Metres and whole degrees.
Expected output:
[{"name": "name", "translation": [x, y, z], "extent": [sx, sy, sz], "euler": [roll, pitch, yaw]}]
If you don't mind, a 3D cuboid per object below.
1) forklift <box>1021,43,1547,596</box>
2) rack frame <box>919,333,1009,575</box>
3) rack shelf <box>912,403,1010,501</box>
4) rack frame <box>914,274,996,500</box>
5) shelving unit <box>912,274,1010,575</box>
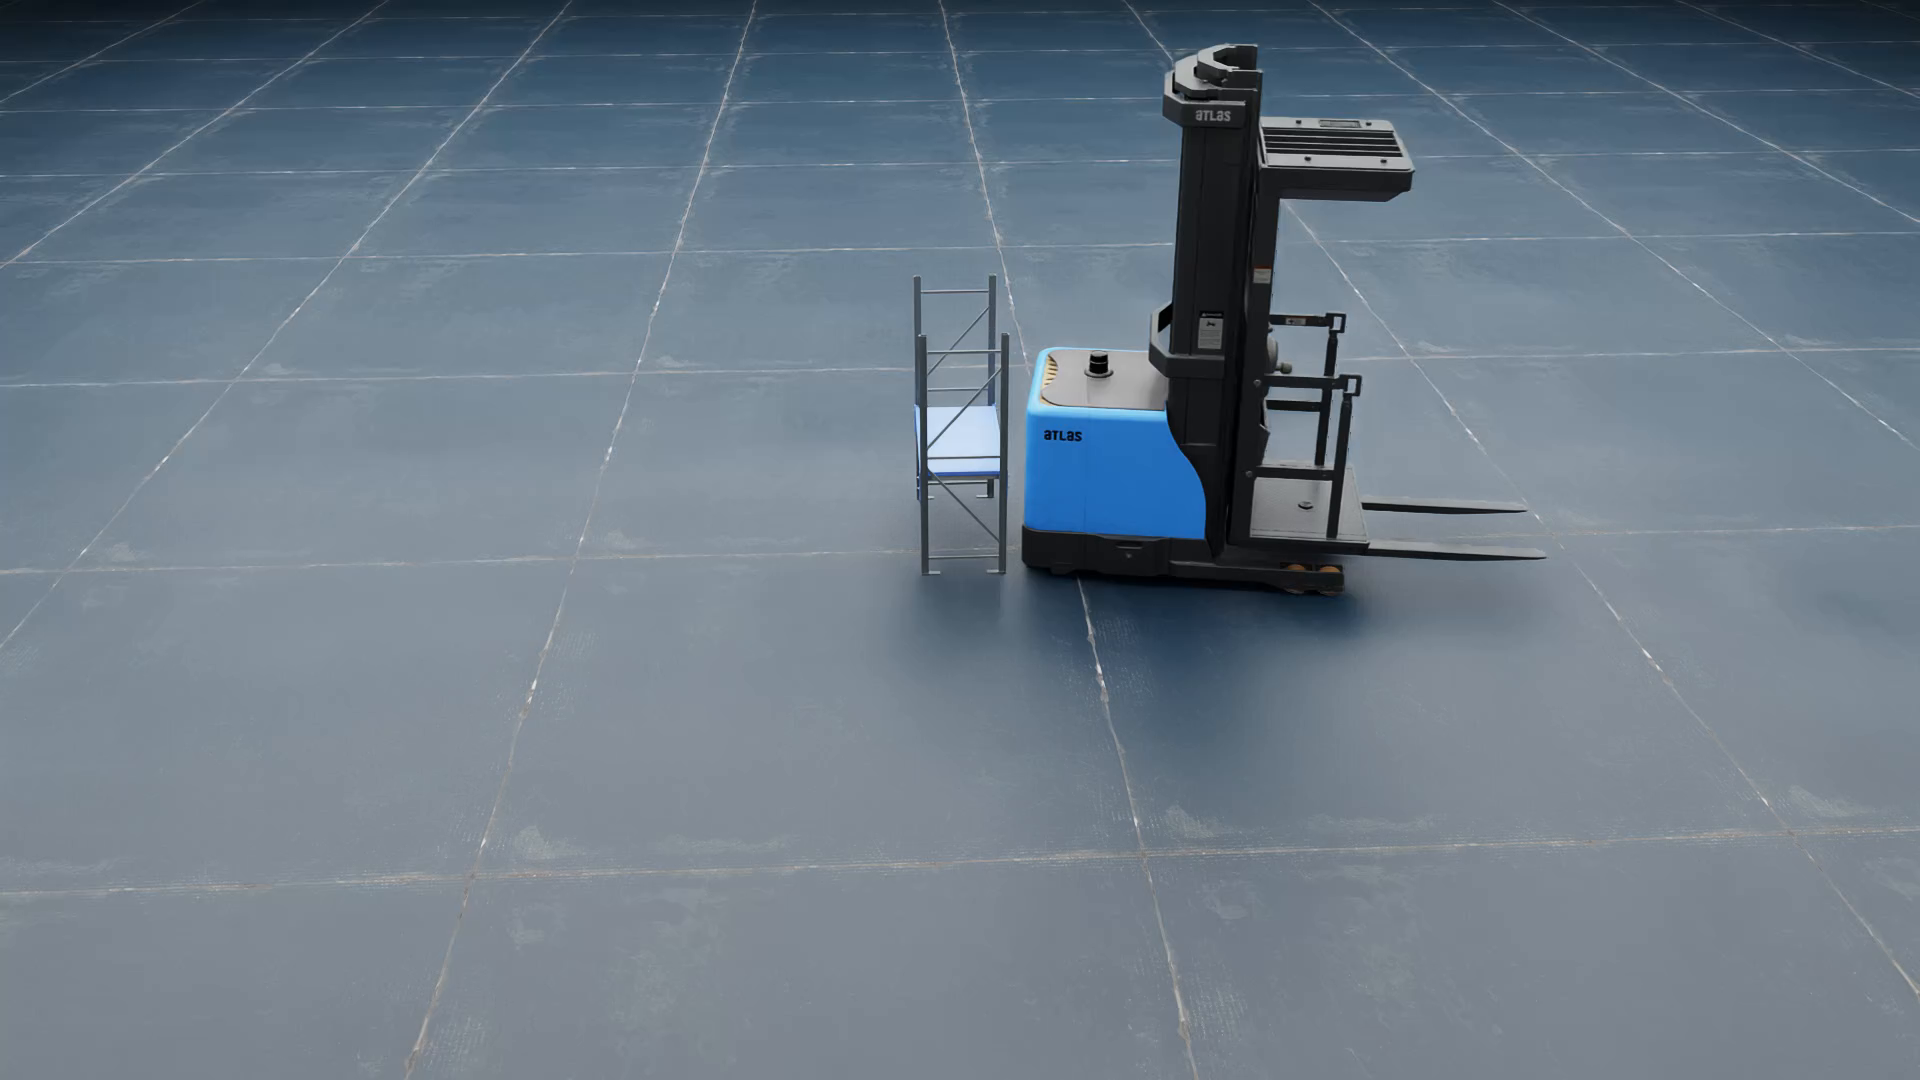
[{"name": "forklift", "translation": [1.918, -1.238, 9.455], "extent": [3.031, 2.935, 1.130], "euler": [3, 28, 6]}, {"name": "rack frame", "translation": [0.022, -0.470, 9.529], "extent": [0.500, 1.500, 0.032], "euler": [-1, 28, -3]}, {"name": "rack shelf", "translation": [-0.004, -0.545, 10.062], "extent": [0.538, 0.185, 1.000], "euler": [-1, 28, -3]}, {"name": "rack frame", "translation": [-0.031, -0.939, 10.429], "extent": [0.500, 1.500, 0.032], "euler": [-1, 28, -3]}, {"name": "shelving unit", "translation": [-0.004, -0.704, 9.979], "extent": [0.538, 1.500, 1.048], "euler": [-1, 28, -3]}]
